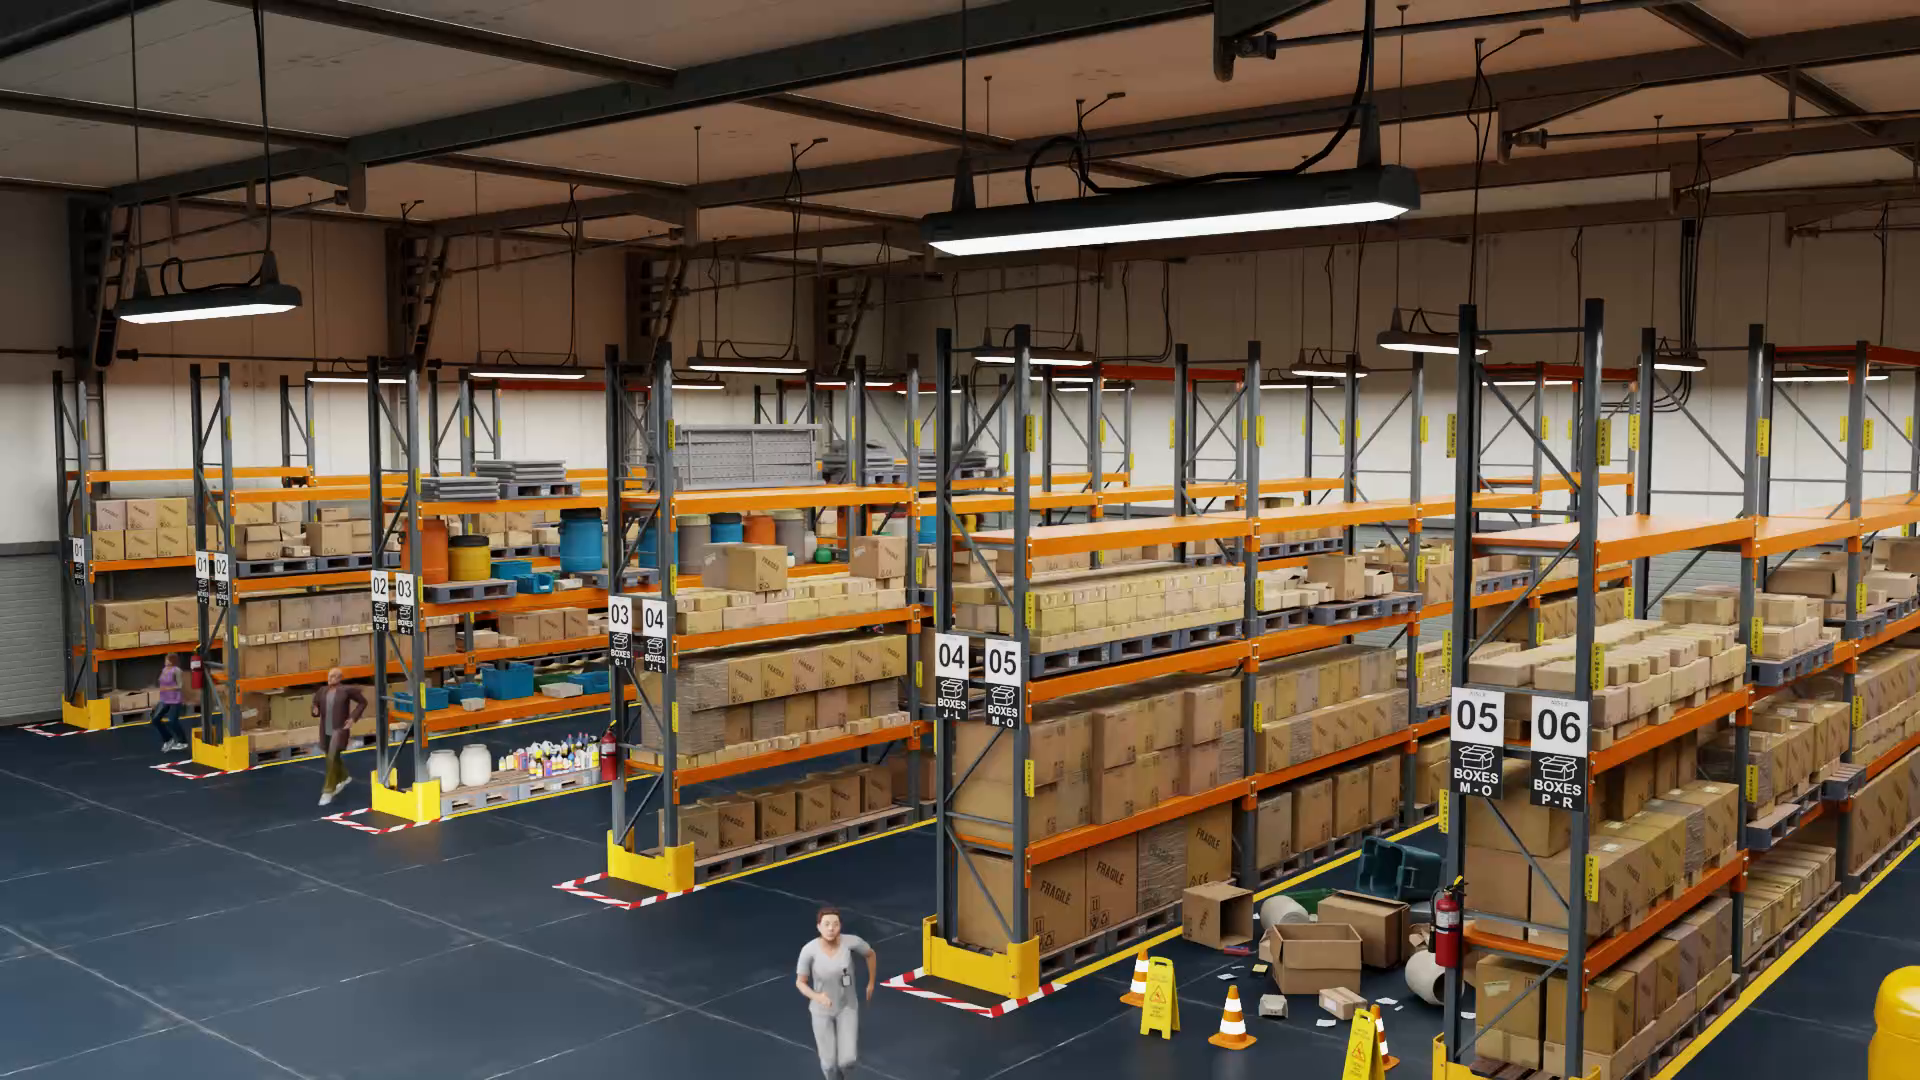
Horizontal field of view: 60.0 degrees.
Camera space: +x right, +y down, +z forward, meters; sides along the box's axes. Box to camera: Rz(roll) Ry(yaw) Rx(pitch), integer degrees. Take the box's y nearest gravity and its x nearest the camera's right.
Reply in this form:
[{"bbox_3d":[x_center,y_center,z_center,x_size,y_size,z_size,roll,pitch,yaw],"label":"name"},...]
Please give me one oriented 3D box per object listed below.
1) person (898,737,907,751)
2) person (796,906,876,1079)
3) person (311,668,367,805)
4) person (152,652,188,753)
[{"bbox_3d":[-0.914,2.419,25.776,0.643,1.741,0.581,3,5,33],"label":"person"},{"bbox_3d":[-0.896,3.483,12.201,0.603,1.620,0.578,-1,4,-9],"label":"person"},{"bbox_3d":[-8.487,2.656,22.649,0.720,1.858,0.767,1,4,14],"label":"person"},{"bbox_3d":[-12.241,2.522,25.752,0.534,1.589,0.636,2,5,24],"label":"person"}]
